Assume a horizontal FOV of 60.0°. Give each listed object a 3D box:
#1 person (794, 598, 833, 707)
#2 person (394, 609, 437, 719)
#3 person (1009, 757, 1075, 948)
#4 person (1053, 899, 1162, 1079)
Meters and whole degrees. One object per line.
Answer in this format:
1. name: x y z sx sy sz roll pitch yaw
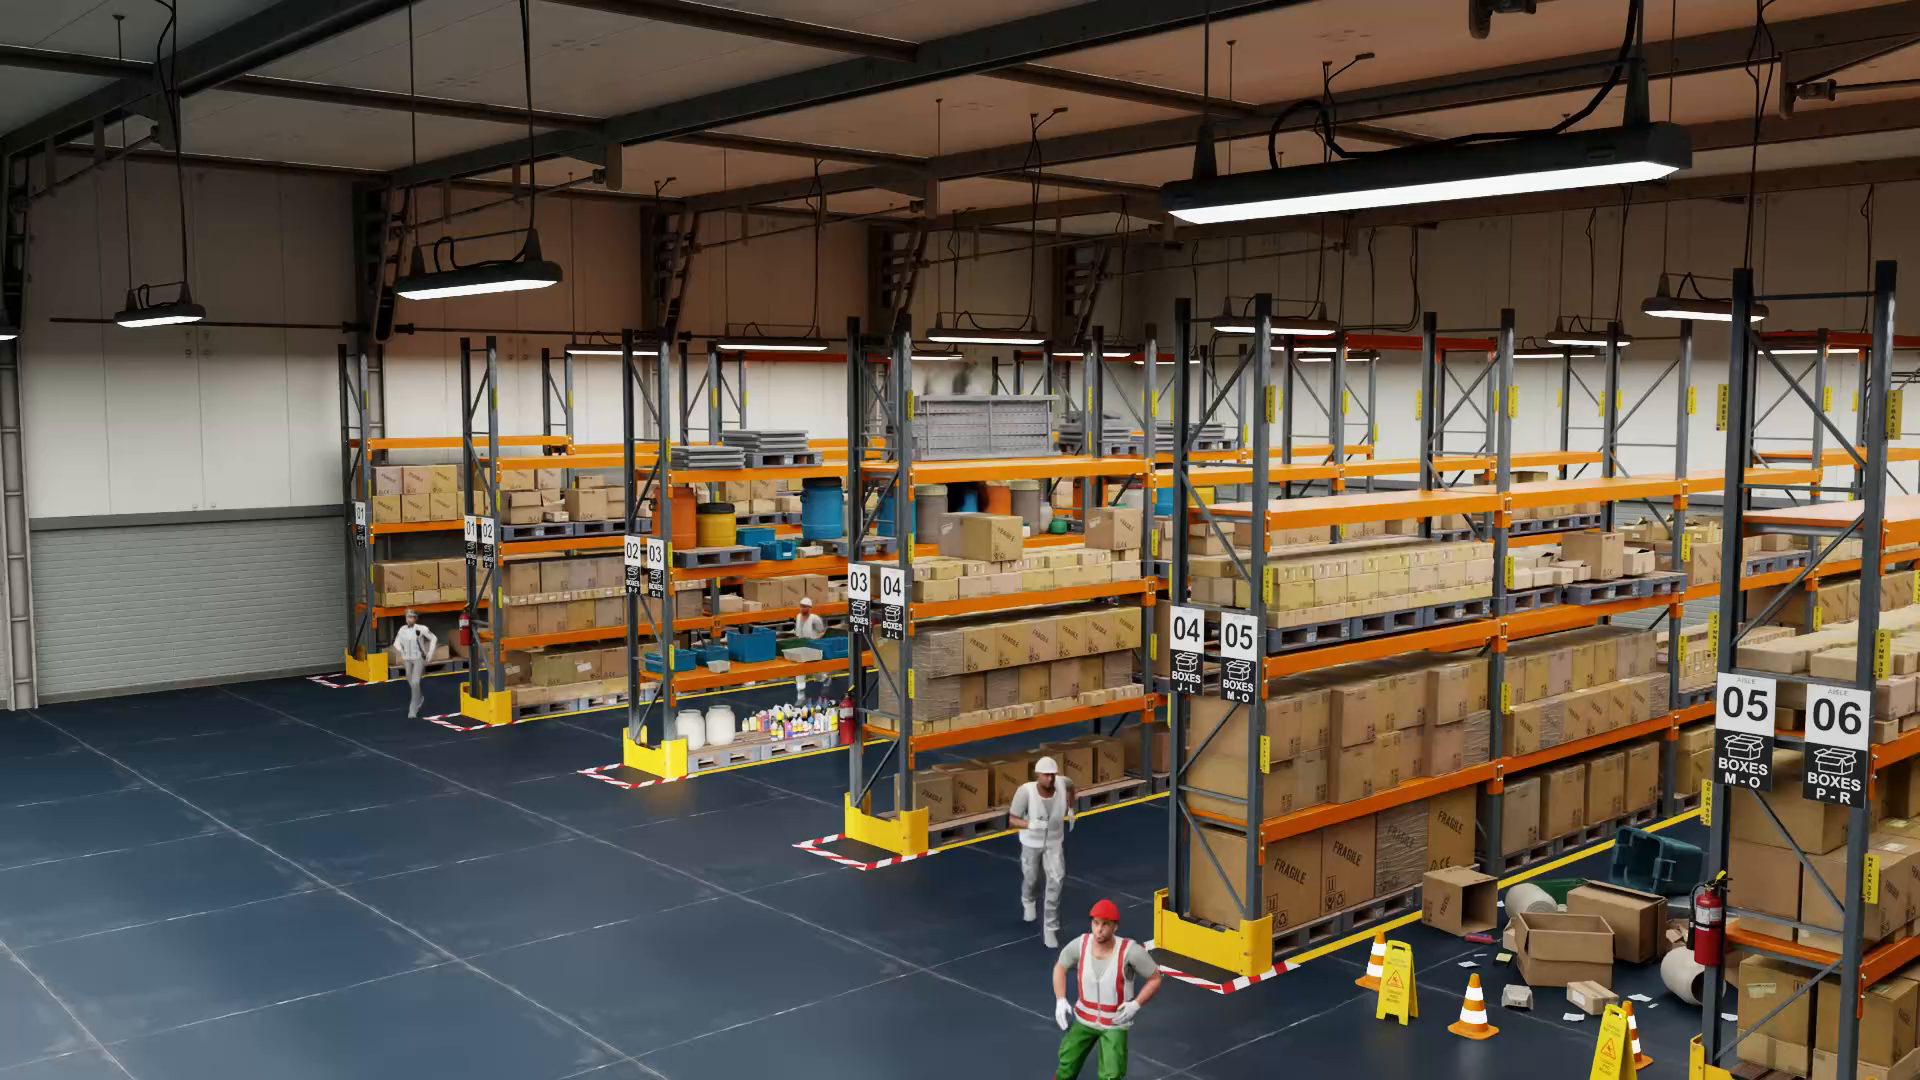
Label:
1. person: -2.467 1.823 27.499 0.631 1.779 0.954 3 6 29
2. person: -8.716 1.948 26.590 0.626 1.738 0.797 0 5 5
3. person: 0.771 2.911 15.744 0.706 1.824 0.953 -1 5 -11
4. person: 0.924 3.297 11.326 0.885 1.778 0.732 2 5 17
